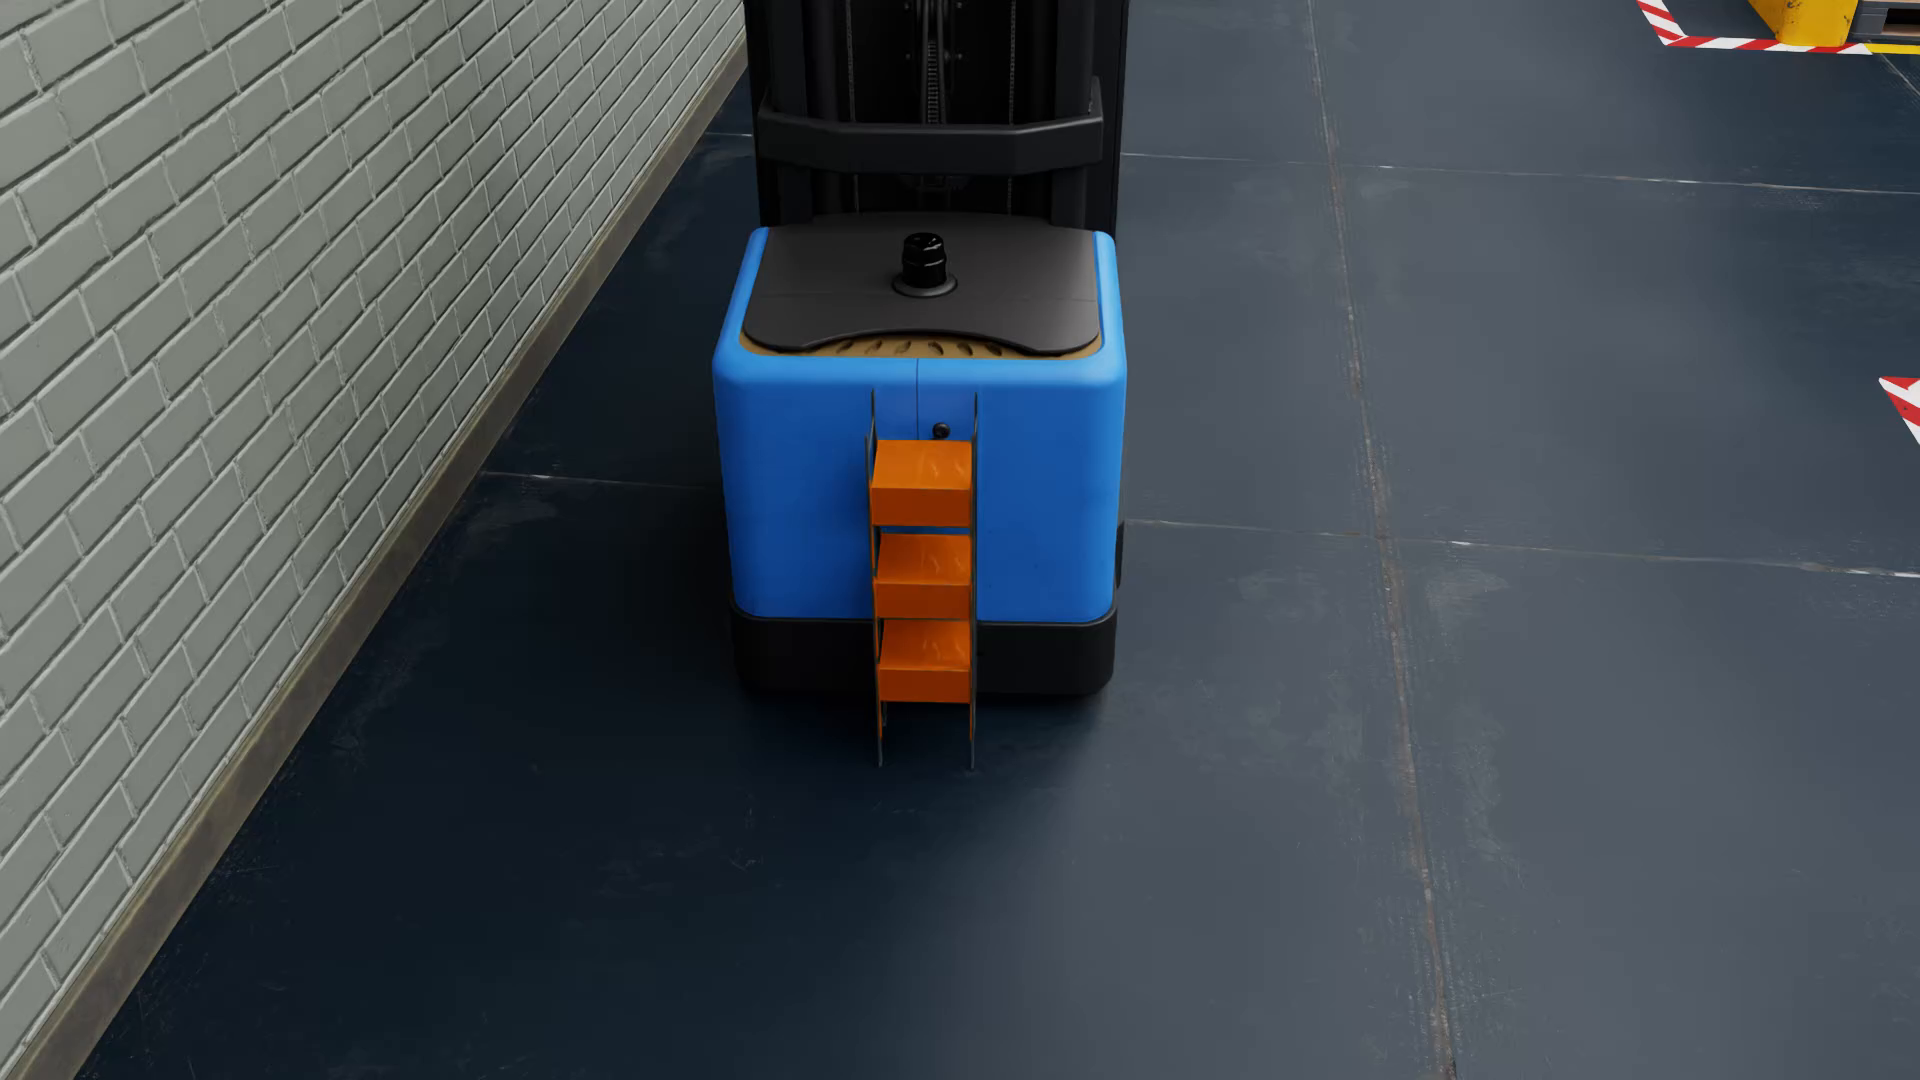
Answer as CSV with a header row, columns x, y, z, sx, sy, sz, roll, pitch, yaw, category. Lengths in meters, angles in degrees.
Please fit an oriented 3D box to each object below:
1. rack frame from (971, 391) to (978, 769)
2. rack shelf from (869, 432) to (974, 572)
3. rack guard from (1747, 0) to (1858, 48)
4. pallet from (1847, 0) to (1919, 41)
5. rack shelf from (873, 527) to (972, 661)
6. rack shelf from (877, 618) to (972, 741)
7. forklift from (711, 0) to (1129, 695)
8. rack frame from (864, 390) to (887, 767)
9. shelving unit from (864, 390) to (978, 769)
x,y,z,sx,sy,sz,roll,pitch,yaw,category
0.035,0.128,4.161,0.008,1.050,0.200,1,37,2,rack frame
-0.087,-0.092,3.999,0.240,0.259,0.215,1,37,2,rack shelf
4.691,-3.206,9.312,0.348,0.500,1.175,4,36,6,rack guard
5.518,-3.072,9.373,1.213,0.211,1.003,4,36,6,pallet
-0.087,0.134,4.171,0.240,0.259,0.215,1,37,2,rack shelf
-0.086,0.355,4.339,0.240,0.259,0.215,1,37,2,rack shelf
-0.059,-1.599,4.967,1.130,2.935,3.031,1,36,1,forklift
-0.209,0.123,4.168,0.008,1.050,0.200,1,37,2,rack frame
-0.087,0.126,4.165,0.252,1.050,0.215,1,37,2,shelving unit
